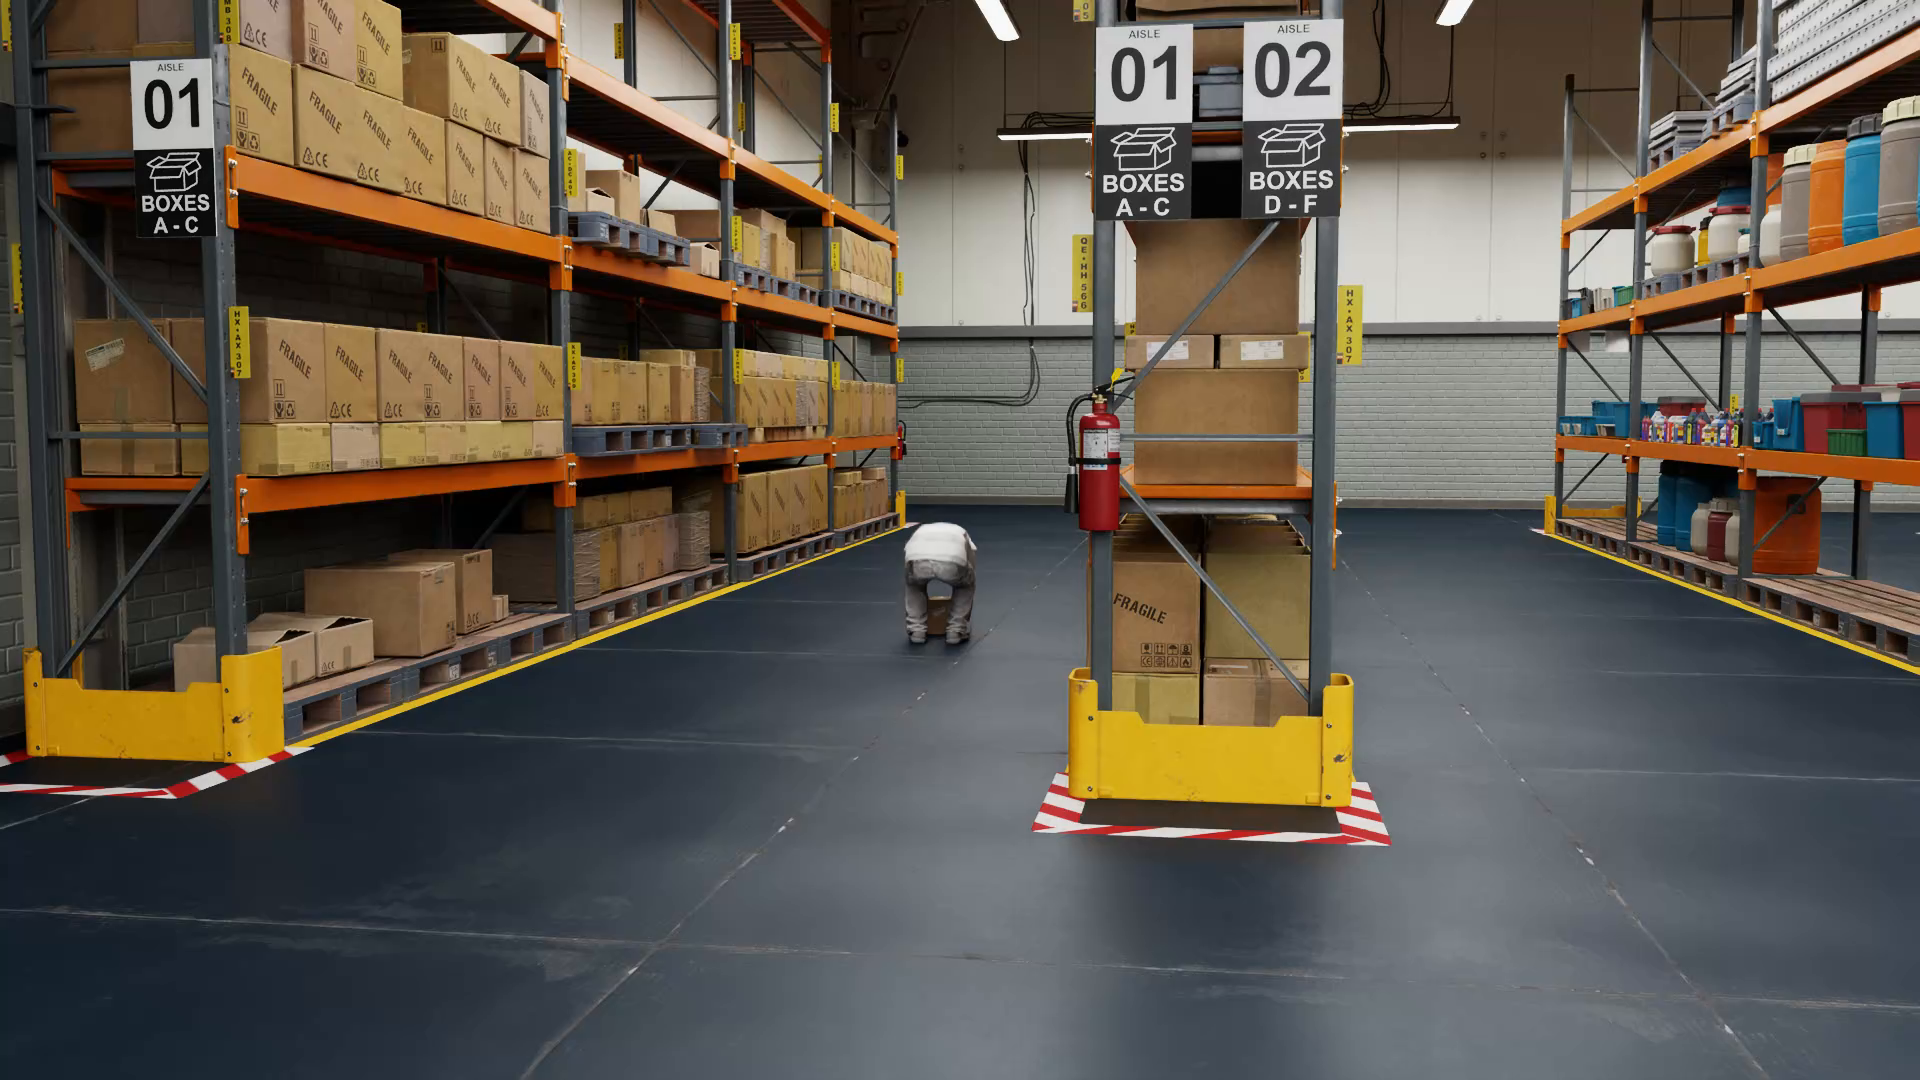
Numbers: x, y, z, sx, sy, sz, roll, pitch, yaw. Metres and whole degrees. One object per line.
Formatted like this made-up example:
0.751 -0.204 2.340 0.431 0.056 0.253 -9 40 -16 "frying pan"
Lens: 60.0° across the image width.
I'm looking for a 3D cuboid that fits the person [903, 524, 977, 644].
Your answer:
-0.153 0.304 11.897 0.545 0.845 0.992 1 4 7 "person"
